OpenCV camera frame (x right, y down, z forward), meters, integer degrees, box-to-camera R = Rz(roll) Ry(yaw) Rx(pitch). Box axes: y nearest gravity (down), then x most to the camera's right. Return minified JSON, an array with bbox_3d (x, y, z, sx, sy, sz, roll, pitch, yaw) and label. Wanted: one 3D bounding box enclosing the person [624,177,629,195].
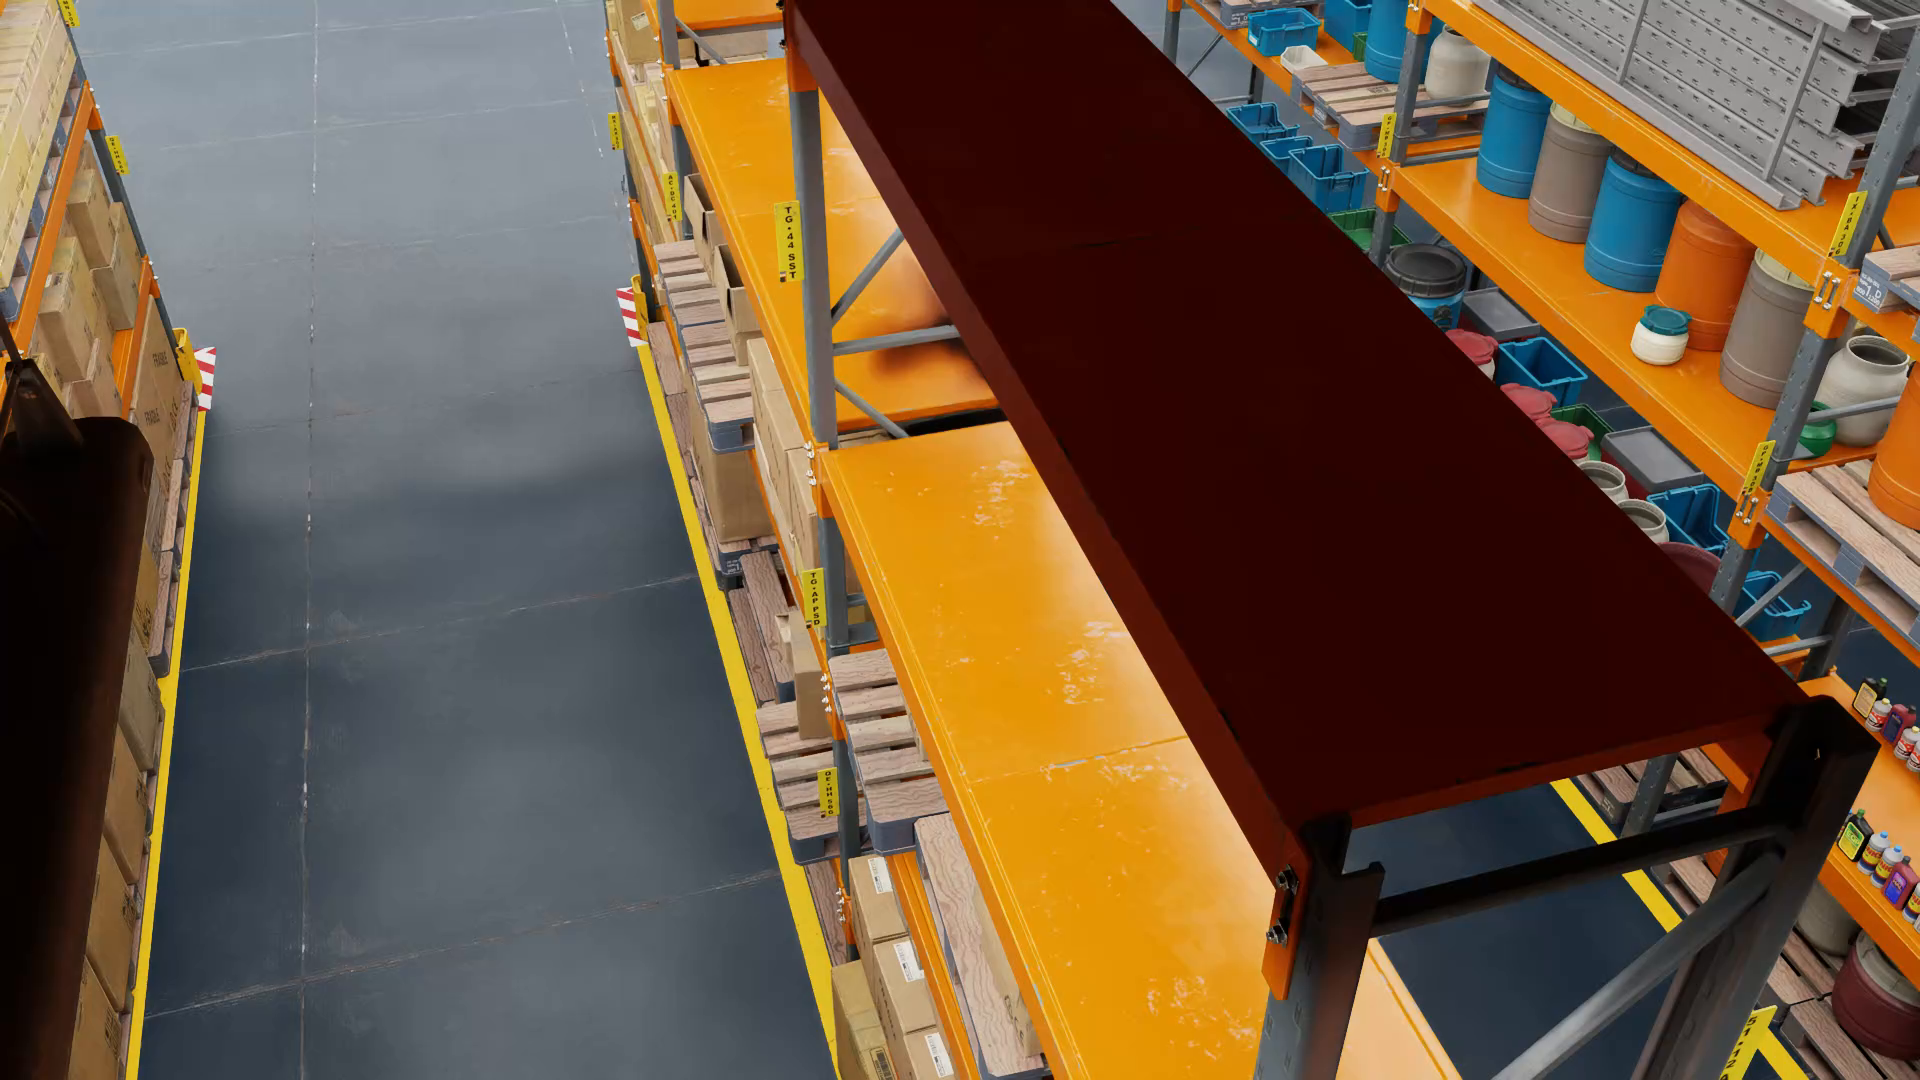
[{"bbox_3d":[-3.051,-3.659,16.189,0.690,1.554,0.571,17,42,21],"label":"person"}]
